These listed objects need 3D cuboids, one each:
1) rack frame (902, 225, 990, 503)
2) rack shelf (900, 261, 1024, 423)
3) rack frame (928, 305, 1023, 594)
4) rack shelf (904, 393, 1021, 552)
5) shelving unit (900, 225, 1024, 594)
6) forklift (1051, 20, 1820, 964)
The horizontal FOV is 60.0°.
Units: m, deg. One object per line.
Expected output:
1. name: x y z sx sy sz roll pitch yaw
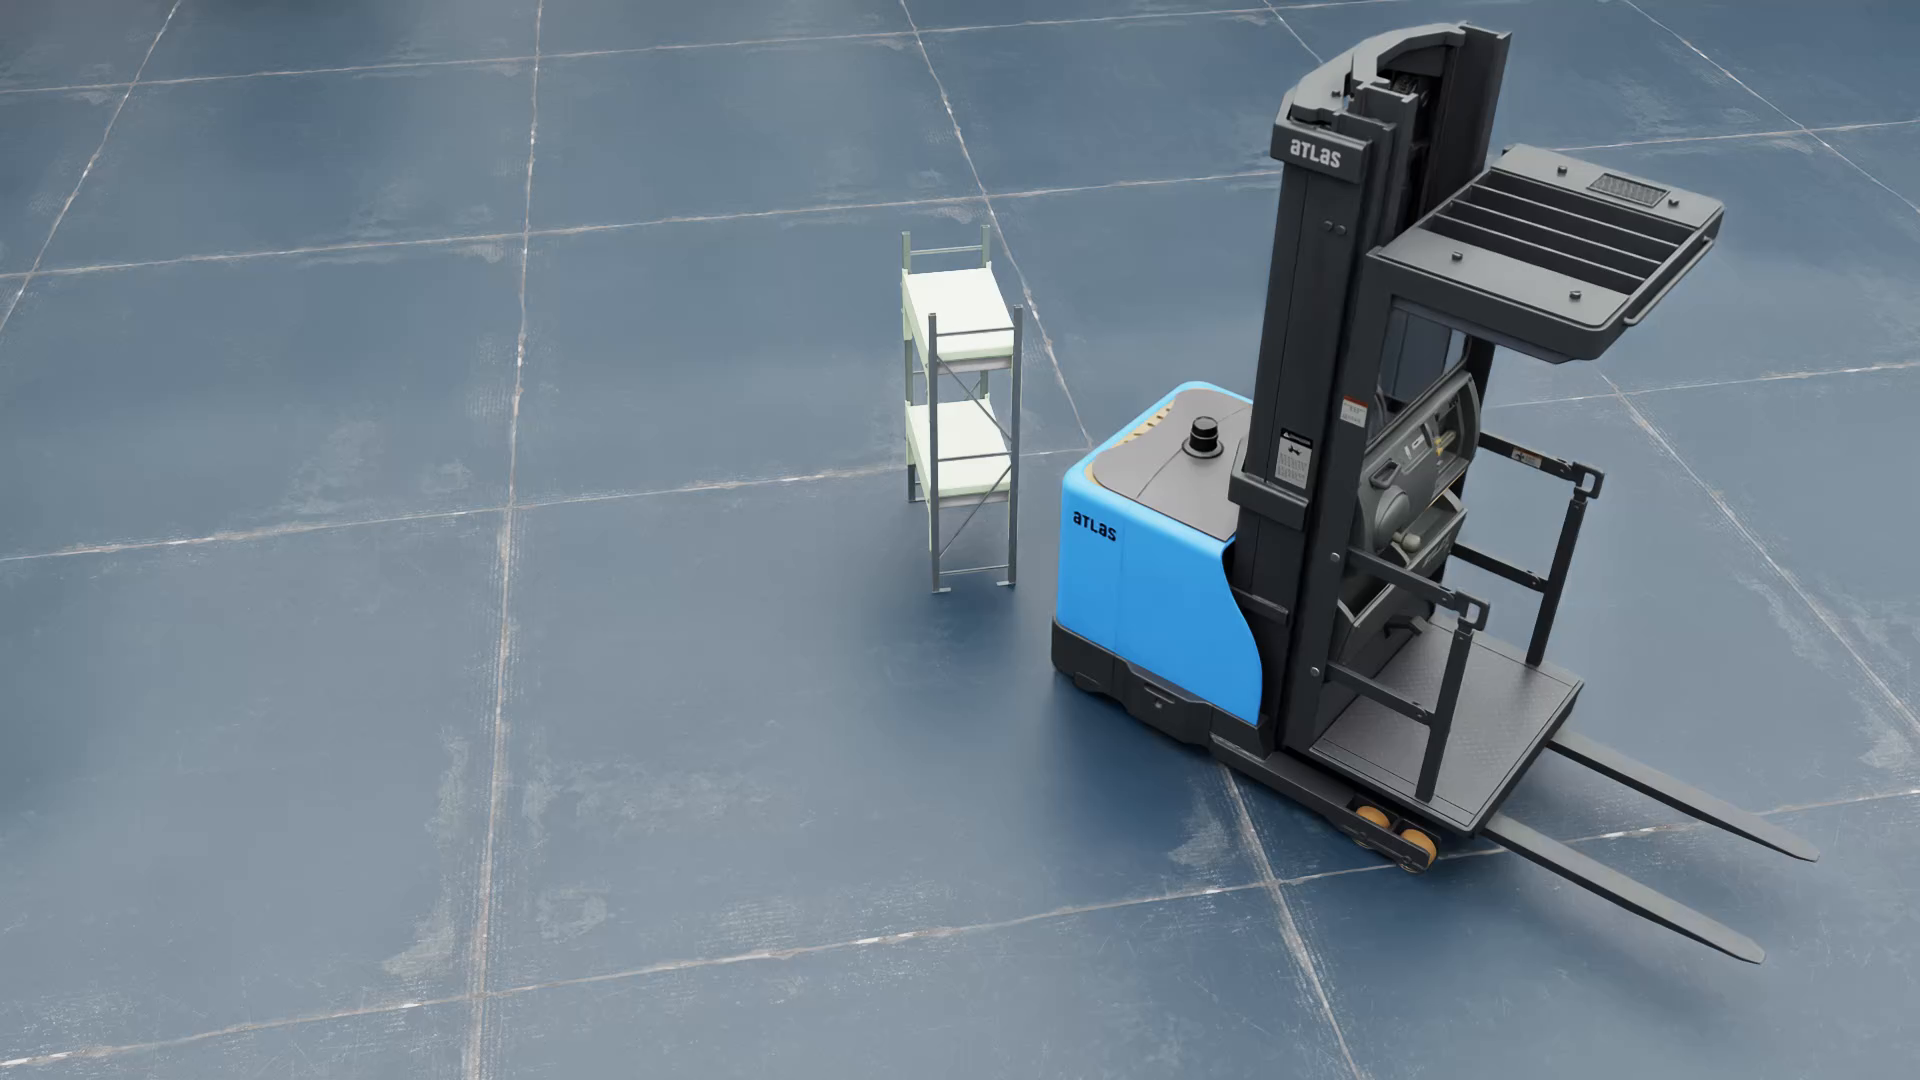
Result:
1. rack frame: -0.063 -0.809 7.969 0.400 1.500 0.023 -6 38 -8
2. rack shelf: 0.001 -0.896 7.445 0.431 0.370 0.720 -6 38 -8
3. rack frame: 0.065 -0.367 7.400 0.400 1.500 0.023 -6 38 -8
4. rack shelf: 0.001 -0.331 7.885 0.431 0.370 0.720 -6 38 -8
5. shelving unit: 0.001 -0.588 7.685 0.431 1.500 0.755 -6 38 -8
6. forklift: 1.863 -0.232 6.060 3.031 2.935 1.130 27 45 30
